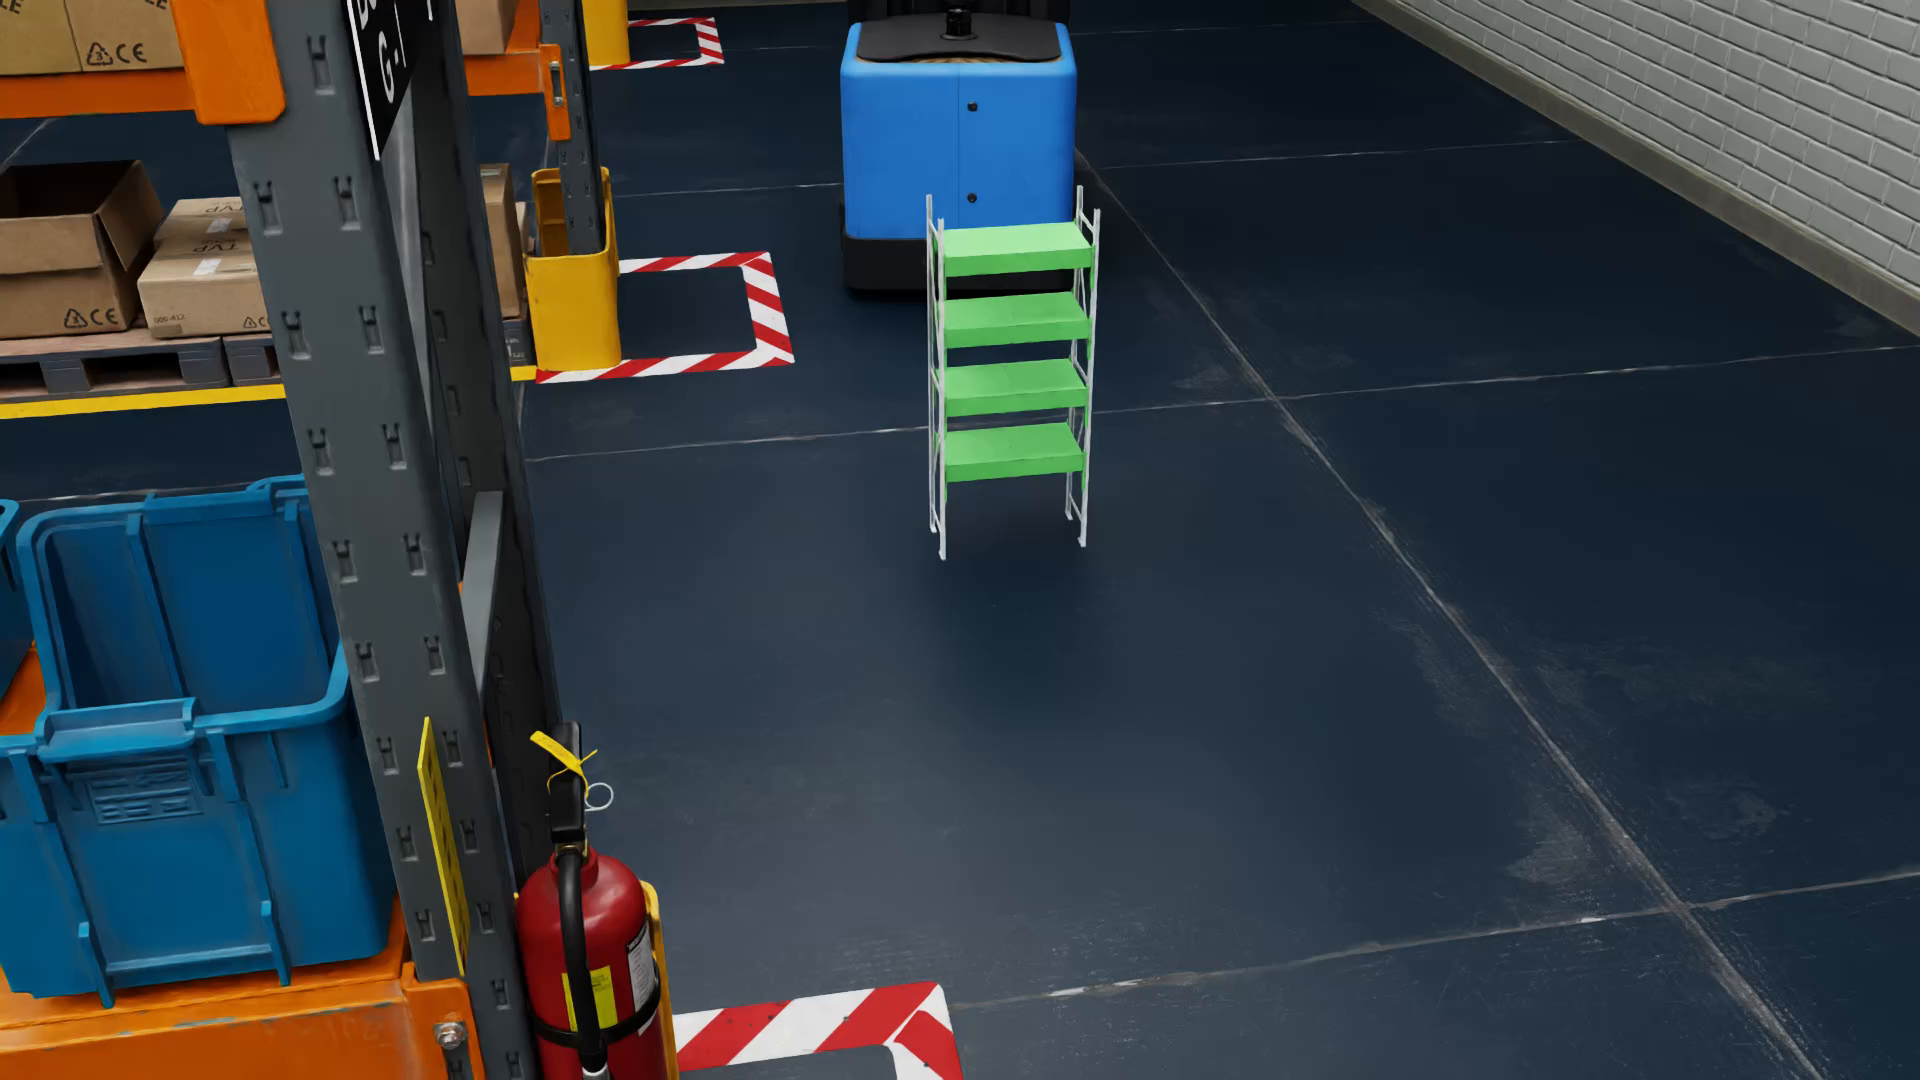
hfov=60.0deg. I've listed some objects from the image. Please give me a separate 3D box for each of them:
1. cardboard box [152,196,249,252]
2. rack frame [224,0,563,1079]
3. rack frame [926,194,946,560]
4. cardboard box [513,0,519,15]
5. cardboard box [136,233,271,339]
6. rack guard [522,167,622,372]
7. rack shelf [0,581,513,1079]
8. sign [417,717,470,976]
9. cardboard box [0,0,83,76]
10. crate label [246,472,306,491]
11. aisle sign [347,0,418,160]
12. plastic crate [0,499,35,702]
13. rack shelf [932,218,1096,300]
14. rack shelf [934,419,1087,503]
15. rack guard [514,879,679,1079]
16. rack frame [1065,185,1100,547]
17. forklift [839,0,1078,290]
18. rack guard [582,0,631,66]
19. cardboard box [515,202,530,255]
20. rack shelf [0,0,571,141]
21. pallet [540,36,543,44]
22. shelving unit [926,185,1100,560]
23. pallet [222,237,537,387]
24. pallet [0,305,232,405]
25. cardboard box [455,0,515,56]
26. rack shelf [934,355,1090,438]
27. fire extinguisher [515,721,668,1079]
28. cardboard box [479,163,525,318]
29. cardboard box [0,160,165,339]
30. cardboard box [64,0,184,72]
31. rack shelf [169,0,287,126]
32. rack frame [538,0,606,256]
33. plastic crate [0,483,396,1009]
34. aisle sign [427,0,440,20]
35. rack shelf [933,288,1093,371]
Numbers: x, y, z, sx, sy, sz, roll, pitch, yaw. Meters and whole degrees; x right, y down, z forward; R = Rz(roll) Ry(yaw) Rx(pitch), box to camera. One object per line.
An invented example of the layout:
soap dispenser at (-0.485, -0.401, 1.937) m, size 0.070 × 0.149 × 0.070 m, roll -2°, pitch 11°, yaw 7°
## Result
cardboard box at (-3.191, -1.306, 7.290) m, size 0.500 × 0.250 × 0.500 m, roll -5°, pitch 31°, yaw -9°
rack frame at (-0.733, 0.171, 2.500) m, size 0.053 × 2.616 × 0.949 m, roll -5°, pitch 31°, yaw -9°
rack frame at (-0.077, -0.510, 5.434) m, size 0.015 × 1.200 × 0.240 m, roll -5°, pitch 31°, yaw -9°
cardboard box at (-2.106, -2.435, 6.833) m, size 0.500 × 0.500 × 0.500 m, roll -5°, pitch 31°, yaw -8°
cardboard box at (-3.052, -1.061, 6.874) m, size 0.500 × 0.250 × 0.500 m, roll -5°, pitch 31°, yaw -9°
rack guard at (-1.696, -1.216, 7.326) m, size 0.348 × 0.500 × 1.175 m, roll -5°, pitch 31°, yaw -9°
rack shelf at (-2.700, 0.662, 2.375) m, size 4.000 × 0.370 × 1.077 m, roll -5°, pitch 31°, yaw -9°
sign at (-0.618, 0.372, 1.998) m, size 0.005 × 0.325 × 0.100 m, roll -5°, pitch 31°, yaw -9°
cardboard box at (-3.510, -2.030, 6.144) m, size 0.500 × 0.500 × 0.500 m, roll -6°, pitch 31°, yaw -10°
crate label at (-1.035, 0.074, 2.771) m, size 0.303 × 0.233 × 0.416 m, roll -5°, pitch 31°, yaw -9°
aisle sign at (-0.610, -0.812, 1.607) m, size 0.004 × 0.787 × 0.394 m, roll -5°, pitch 31°, yaw -9°
plastic crate at (-1.683, 0.134, 2.669) m, size 0.300 × 0.233 × 0.416 m, roll -5°, pitch 31°, yaw -9°
rack shelf at (0.163, -0.891, 5.261) m, size 0.480 × 0.148 × 0.258 m, roll -5°, pitch 31°, yaw -9°
rack shelf at (0.163, -0.270, 5.626) m, size 0.480 × 0.148 × 0.258 m, roll -5°, pitch 31°, yaw -9°
rack guard at (-0.712, 1.238, 3.151) m, size 0.348 × 0.500 × 1.175 m, roll -5°, pitch 31°, yaw -9°
rack frame at (0.403, -0.555, 5.509) m, size 0.015 × 1.200 × 0.240 m, roll -5°, pitch 31°, yaw -9°
forklift at (-0.008, -3.104, 8.137) m, size 1.130 × 2.935 × 3.031 m, roll 0°, pitch 30°, yaw 0°
rack guard at (-2.494, -3.695, 11.541) m, size 0.348 × 0.500 × 1.175 m, roll -5°, pitch 31°, yaw -9°
cardboard box at (-2.095, -1.395, 7.541) m, size 0.250 × 0.149 × 0.380 m, roll -5°, pitch 31°, yaw -9°
rack shelf at (-3.589, -1.808, 6.576) m, size 4.000 × 0.370 × 1.077 m, roll -5°, pitch 31°, yaw -9°
pallet at (-3.290, -3.456, 11.420) m, size 1.213 × 0.211 × 1.003 m, roll -5°, pitch 31°, yaw -9°
shelving unit at (0.163, -0.532, 5.472) m, size 0.503 × 1.200 × 0.258 m, roll -5°, pitch 31°, yaw -9°
pallet at (-2.480, -1.019, 7.274) m, size 1.213 × 0.211 × 1.003 m, roll -5°, pitch 31°, yaw -9°
pallet at (-3.678, -0.909, 7.088) m, size 1.213 × 0.211 × 1.003 m, roll -5°, pitch 31°, yaw -9°
cardboard box at (-2.013, -2.167, 6.378) m, size 0.500 × 0.500 × 0.500 m, roll -4°, pitch 31°, yaw -7°
rack shelf at (0.163, -0.477, 5.504) m, size 0.480 × 0.148 × 0.258 m, roll -5°, pitch 31°, yaw -9°
fire extinguisher at (-0.503, 0.576, 2.255) m, size 0.183 × 0.674 × 0.296 m, roll -5°, pitch 31°, yaw -9°
cardboard box at (-2.112, -1.241, 6.933) m, size 0.500 × 0.500 × 0.500 m, roll -5°, pitch 31°, yaw -9°
cardboard box at (-3.709, -1.223, 6.900) m, size 0.637 × 0.503 × 0.797 m, roll -5°, pitch 31°, yaw -9°
cardboard box at (-3.015, -2.075, 6.222) m, size 0.500 × 0.500 × 0.500 m, roll -5°, pitch 31°, yaw -9°
rack shelf at (-2.700, -0.631, 1.615) m, size 4.000 × 0.370 × 1.077 m, roll -5°, pitch 31°, yaw -9°
rack frame at (-1.622, -2.301, 6.704) m, size 0.127 × 3.000 × 1.000 m, roll -5°, pitch 31°, yaw -9°
plastic crate at (-1.029, 0.252, 2.269) m, size 0.499 × 0.435 × 0.616 m, roll -5°, pitch 31°, yaw -9°
aisle sign at (-0.716, -1.106, 2.107) m, size 0.004 × 0.787 × 0.394 m, roll -5°, pitch 31°, yaw -9°
rack shelf at (0.163, -0.684, 5.382) m, size 0.480 × 0.148 × 0.258 m, roll -5°, pitch 31°, yaw -9°
